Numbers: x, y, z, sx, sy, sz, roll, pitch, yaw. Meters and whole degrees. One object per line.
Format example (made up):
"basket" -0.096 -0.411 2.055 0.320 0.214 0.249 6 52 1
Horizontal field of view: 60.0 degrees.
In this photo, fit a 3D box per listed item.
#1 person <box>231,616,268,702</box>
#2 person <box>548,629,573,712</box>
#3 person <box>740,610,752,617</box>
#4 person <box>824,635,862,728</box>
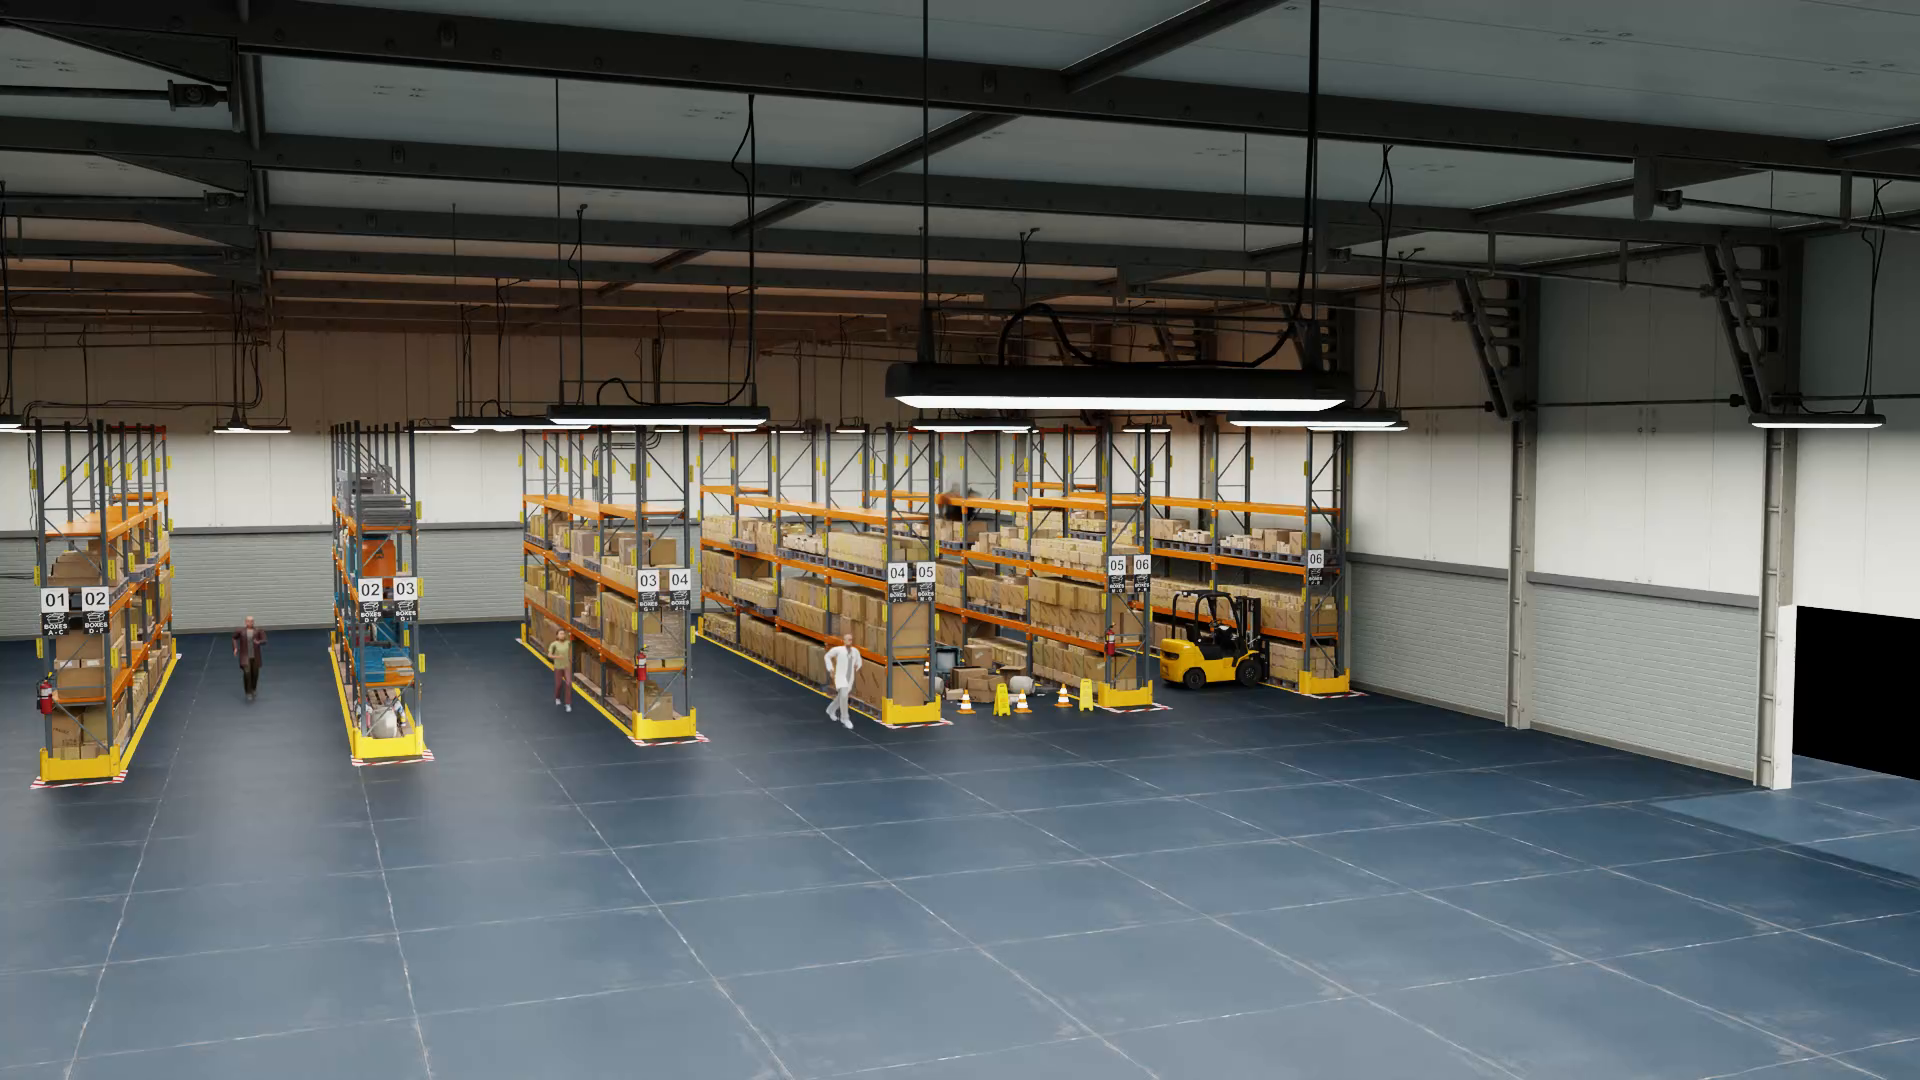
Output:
"person" -15.414 2.556 36.126 0.689 1.812 0.984 -2 4 -32
"person" -8.340 2.706 34.793 0.564 1.678 0.890 -2 4 -27
"person" -6.460 1.726 49.807 0.705 1.828 0.656 -3 4 -37
"person" -2.297 2.780 33.068 0.710 1.814 0.999 -3 5 -39
